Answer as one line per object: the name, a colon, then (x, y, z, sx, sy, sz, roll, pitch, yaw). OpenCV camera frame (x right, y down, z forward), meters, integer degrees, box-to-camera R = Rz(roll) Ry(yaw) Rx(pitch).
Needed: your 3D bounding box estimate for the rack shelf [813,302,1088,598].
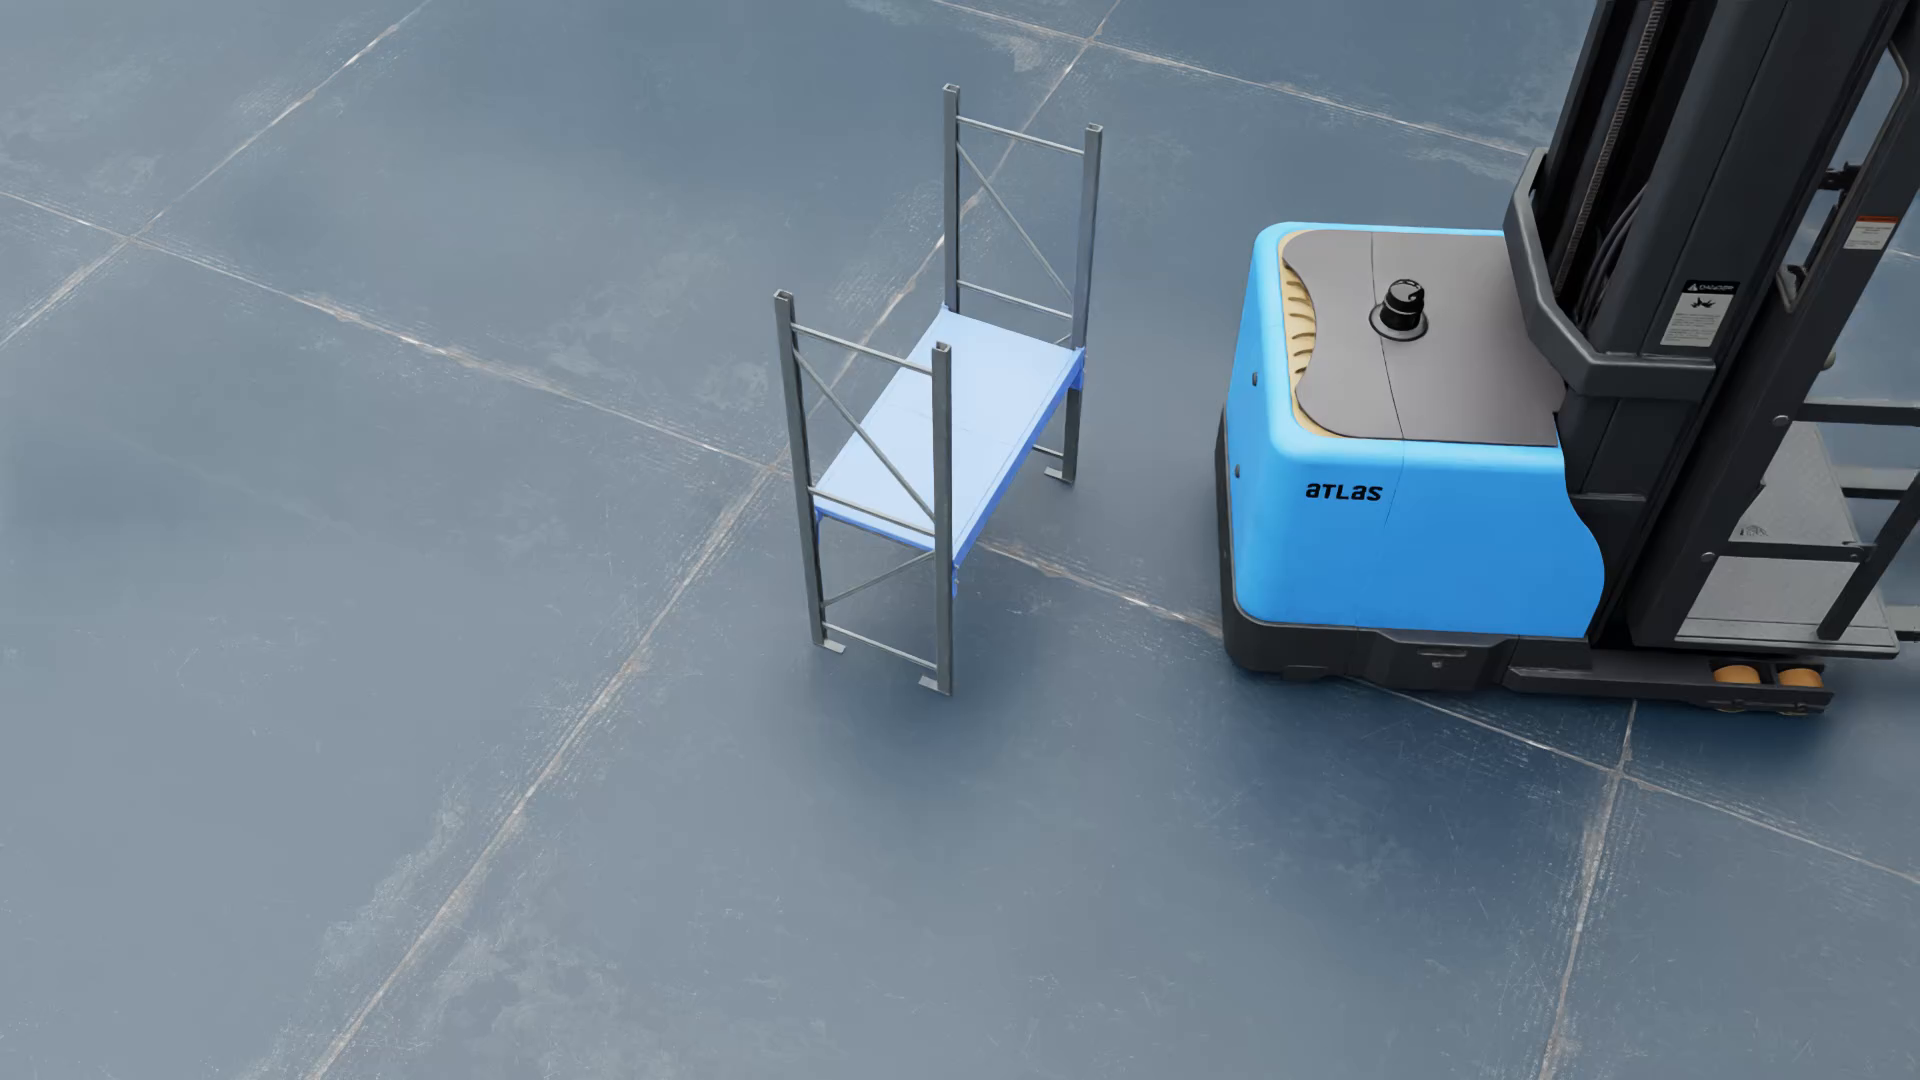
rack shelf: (-0.036, -0.311, 5.266, 0.538, 0.185, 1.000, 20, 52, 16)

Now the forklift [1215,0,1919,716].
forklift: (2.391, -0.814, 4.518, 3.031, 2.935, 1.130, 3, 50, 2)

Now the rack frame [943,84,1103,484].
rack frame: (0.181, -0.777, 5.427, 0.500, 1.500, 0.032, 20, 52, 16)

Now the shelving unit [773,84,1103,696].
shelving unit: (-0.036, -0.427, 5.129, 0.538, 1.500, 1.048, 20, 52, 16)

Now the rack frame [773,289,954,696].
rack frame: (-0.254, -0.077, 4.831, 0.500, 1.500, 0.032, 20, 52, 16)
